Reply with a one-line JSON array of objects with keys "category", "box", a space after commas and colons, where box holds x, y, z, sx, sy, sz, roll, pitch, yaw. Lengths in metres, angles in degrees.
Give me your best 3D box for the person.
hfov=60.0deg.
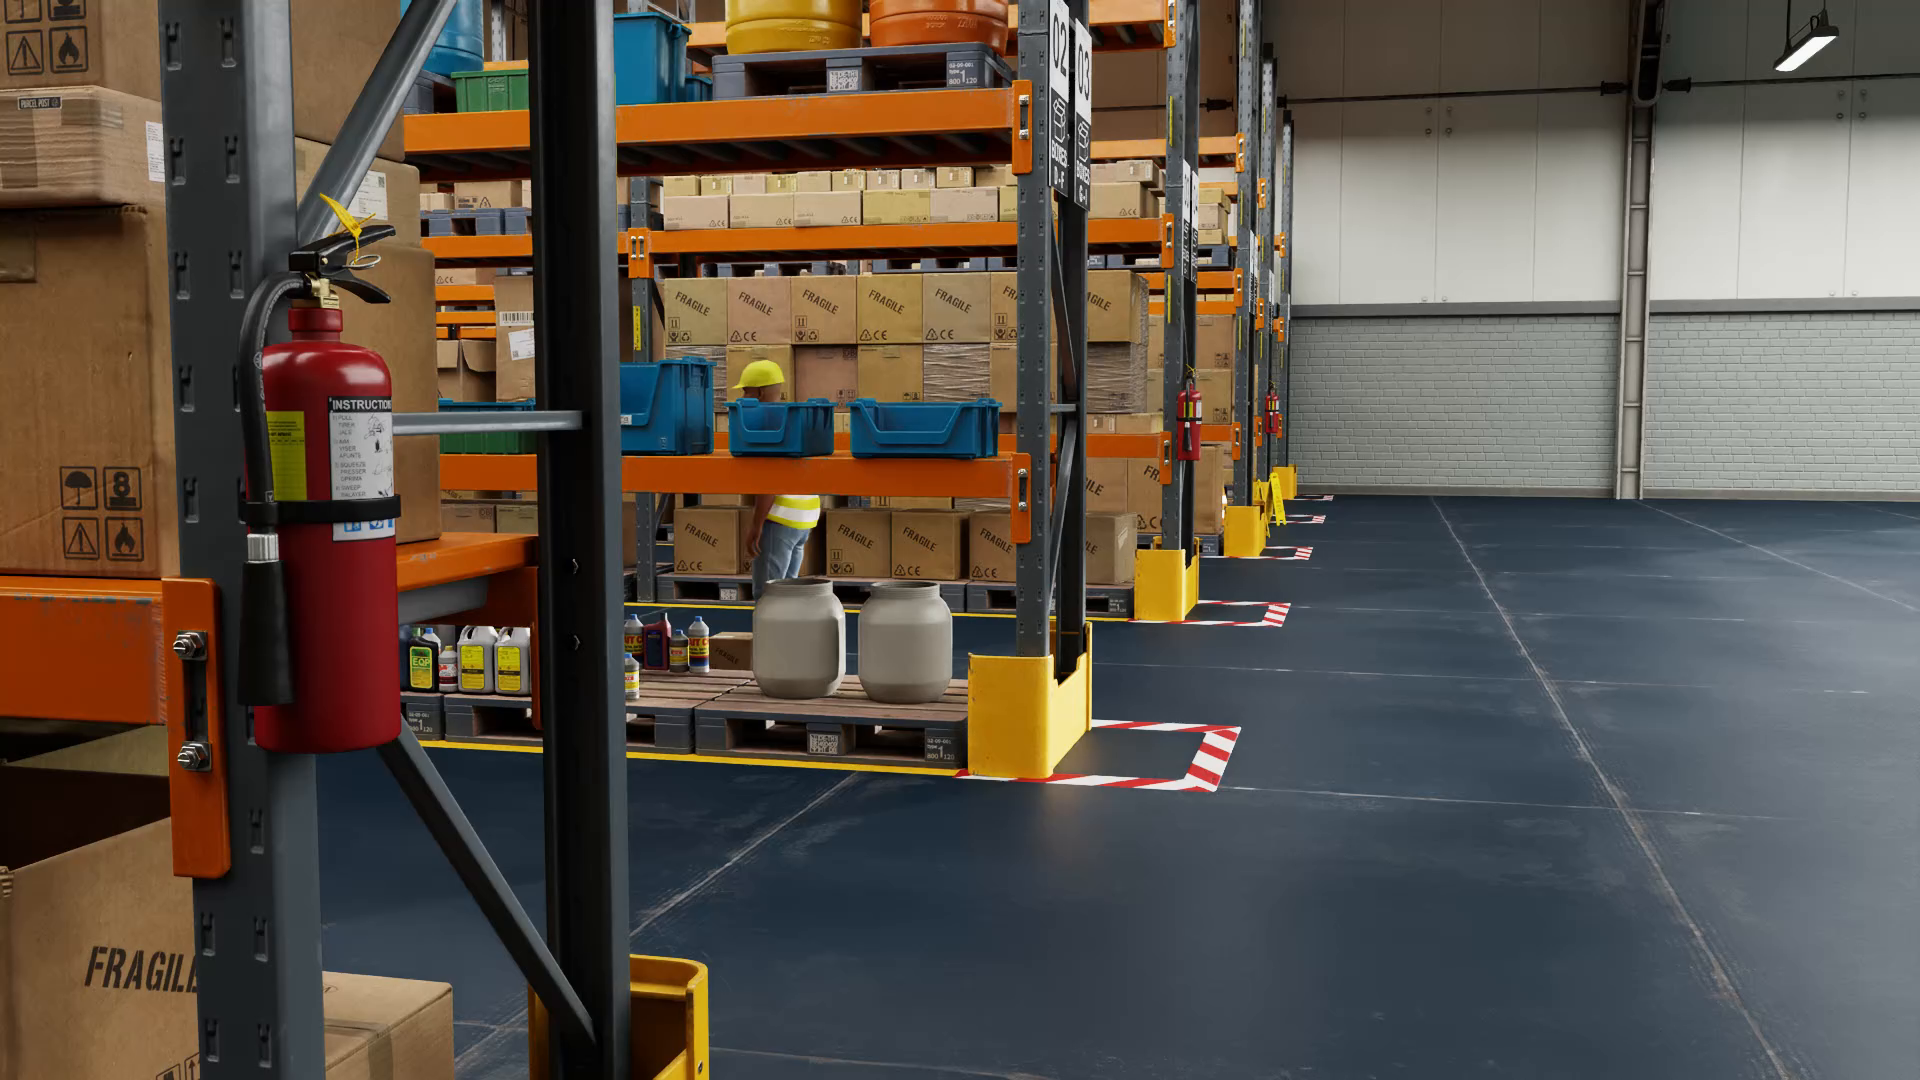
[{"category": "person", "box": [-1.005, -0.098, 9.088, 0.459, 1.760, 0.627, 1, 5, 14]}]
